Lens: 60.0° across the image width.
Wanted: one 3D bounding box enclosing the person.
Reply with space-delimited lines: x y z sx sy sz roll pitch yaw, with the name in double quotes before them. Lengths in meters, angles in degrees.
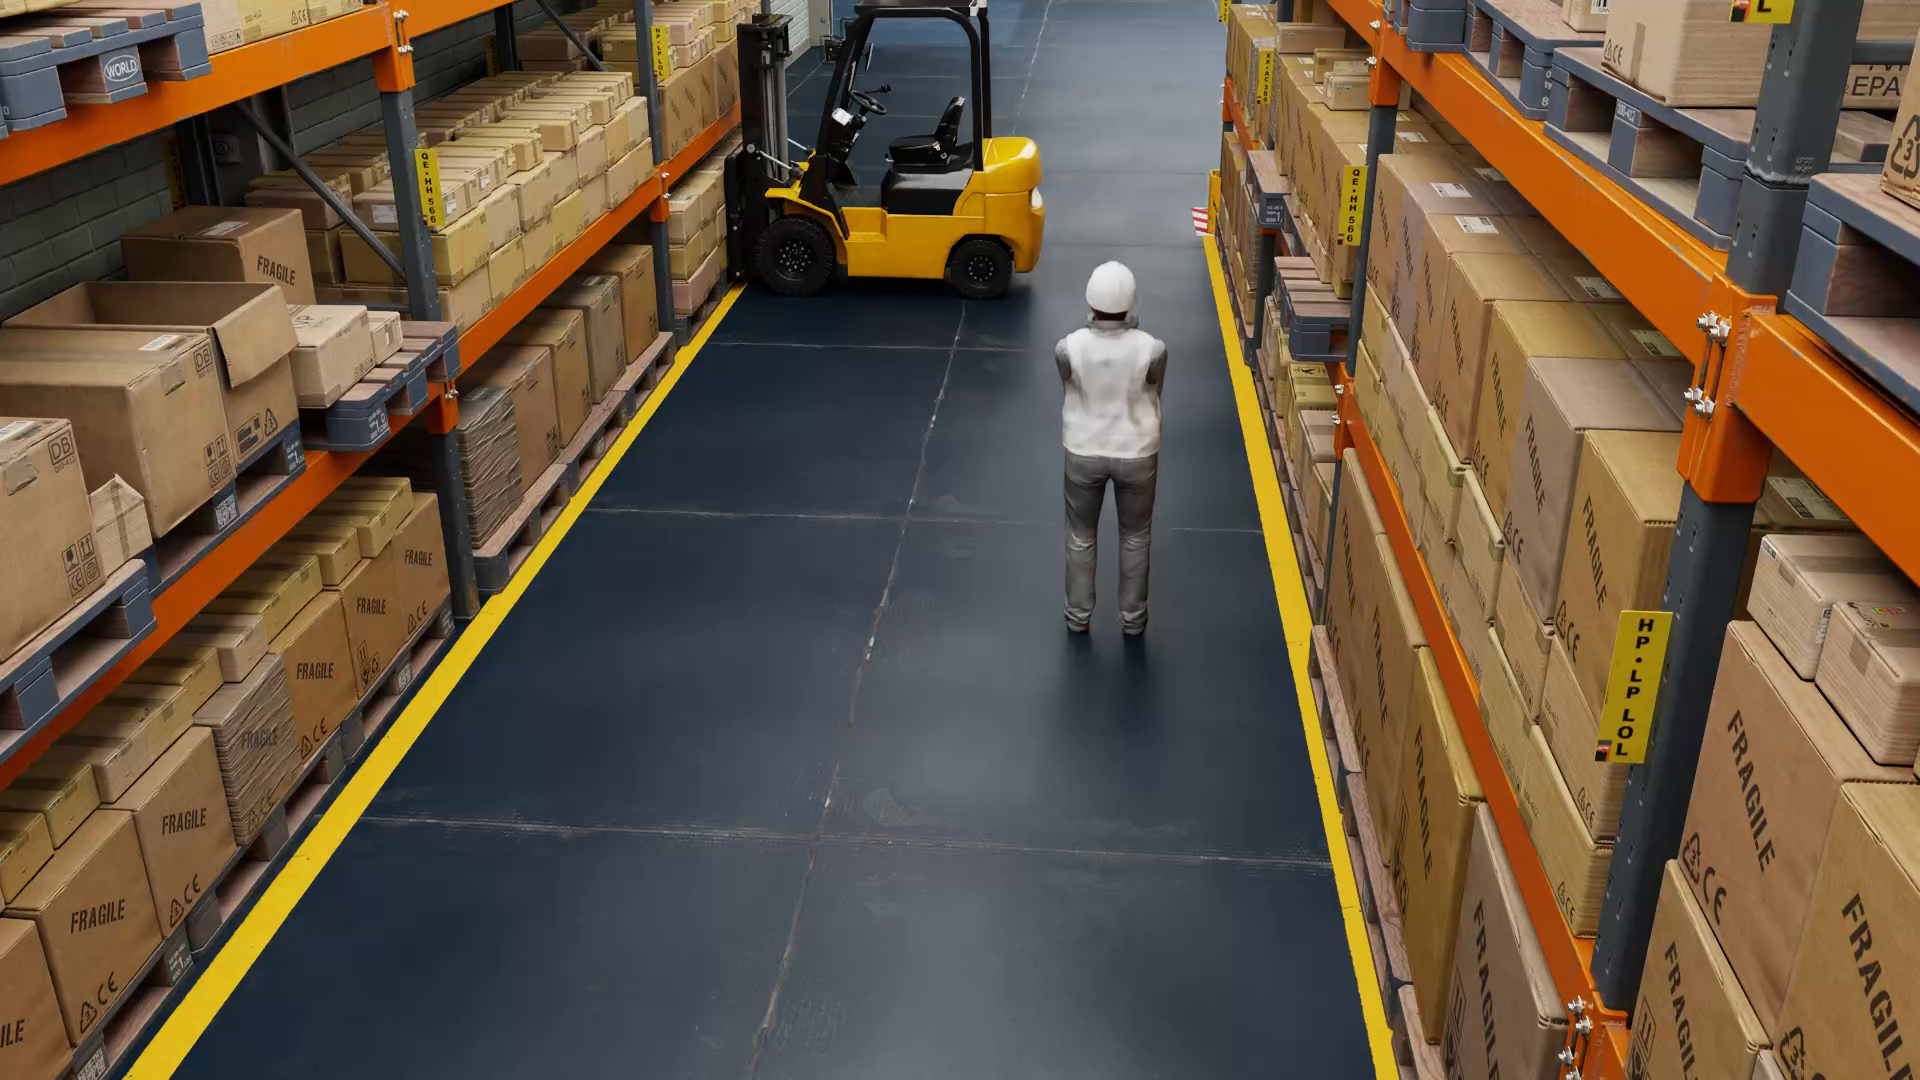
"person" 0.673 -0.438 7.551 0.494 1.762 0.555 3 25 6
